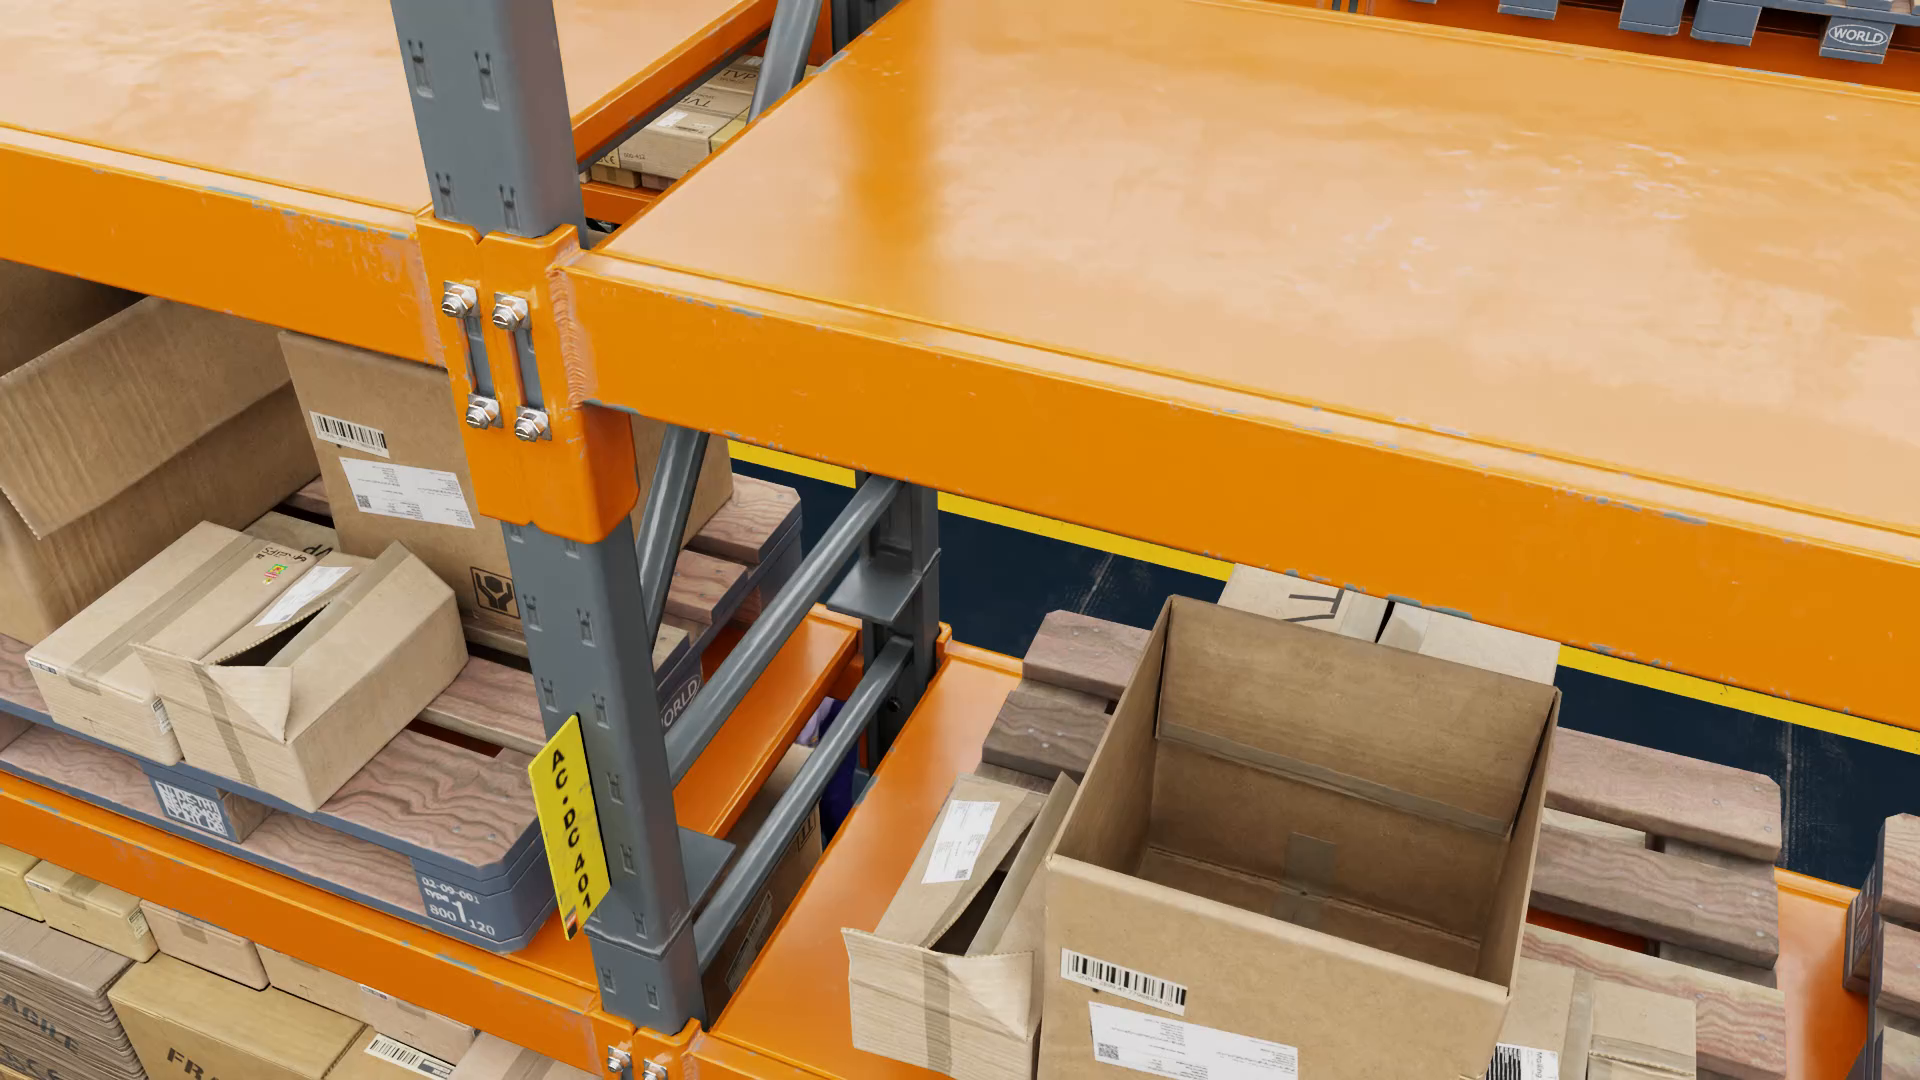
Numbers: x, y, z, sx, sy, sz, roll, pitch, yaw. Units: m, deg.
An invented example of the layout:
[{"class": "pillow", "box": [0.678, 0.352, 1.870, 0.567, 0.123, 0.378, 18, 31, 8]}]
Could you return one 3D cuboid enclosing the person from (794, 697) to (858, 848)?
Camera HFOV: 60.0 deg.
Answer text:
[{"class": "person", "box": [-0.648, 0.828, 5.849, 0.462, 1.342, 0.750, 13, 40, 16]}]
